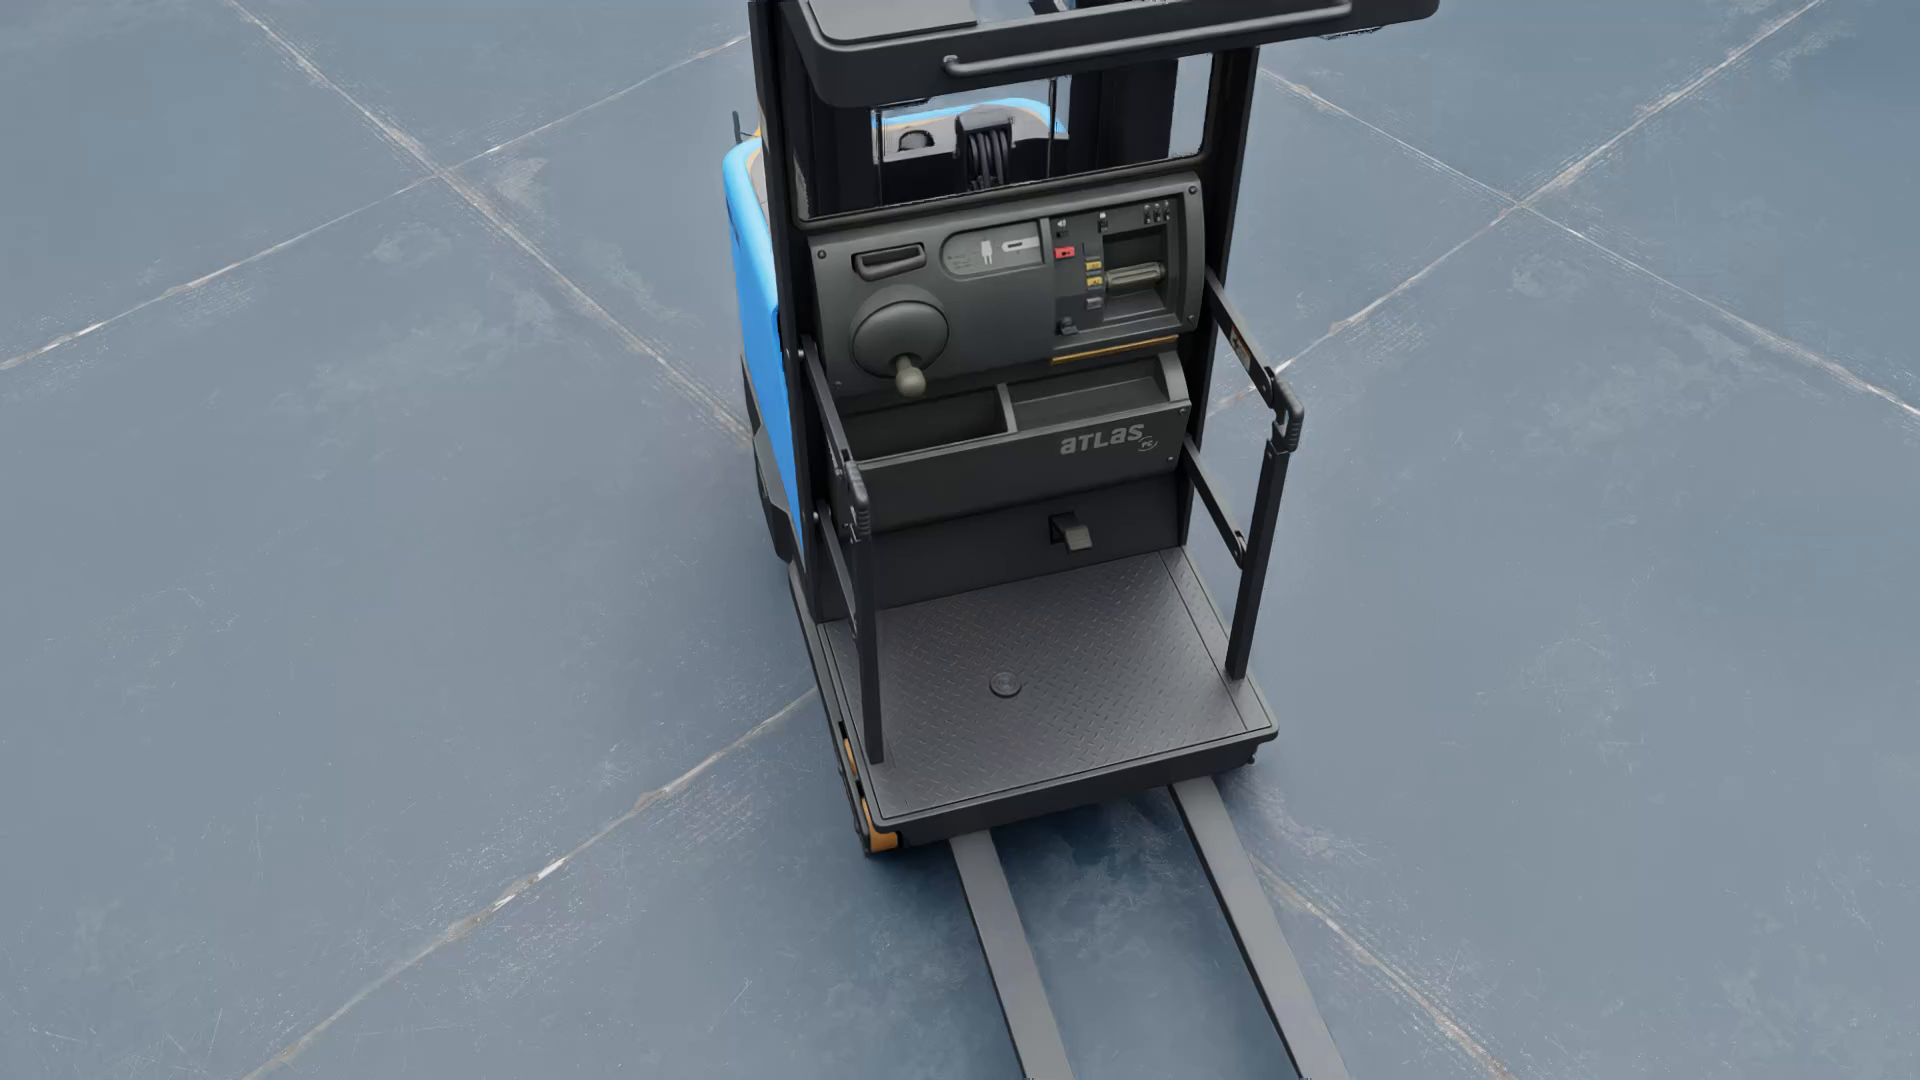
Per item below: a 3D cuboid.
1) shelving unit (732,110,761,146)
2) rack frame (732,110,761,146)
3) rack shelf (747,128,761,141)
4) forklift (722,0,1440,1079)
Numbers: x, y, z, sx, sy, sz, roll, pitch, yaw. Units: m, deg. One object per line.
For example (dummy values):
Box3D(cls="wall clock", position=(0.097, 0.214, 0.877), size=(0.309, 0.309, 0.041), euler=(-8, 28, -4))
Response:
Box3D(cls="shelving unit", position=(-0.543, -0.988, 5.447), size=(0.215, 1.050, 0.252), euler=(20, 50, 17))
Box3D(cls="rack frame", position=(-0.596, -0.908, 5.373), size=(0.200, 1.050, 0.008), euler=(20, 50, 17))
Box3D(cls="rack shelf", position=(-0.543, -1.174, 5.247), size=(0.215, 0.259, 0.240), euler=(20, 50, 17))
Box3D(cls="forklift", position=(0.183, -0.486, 3.704), size=(1.130, 2.935, 3.031), euler=(-12, 48, -11))
